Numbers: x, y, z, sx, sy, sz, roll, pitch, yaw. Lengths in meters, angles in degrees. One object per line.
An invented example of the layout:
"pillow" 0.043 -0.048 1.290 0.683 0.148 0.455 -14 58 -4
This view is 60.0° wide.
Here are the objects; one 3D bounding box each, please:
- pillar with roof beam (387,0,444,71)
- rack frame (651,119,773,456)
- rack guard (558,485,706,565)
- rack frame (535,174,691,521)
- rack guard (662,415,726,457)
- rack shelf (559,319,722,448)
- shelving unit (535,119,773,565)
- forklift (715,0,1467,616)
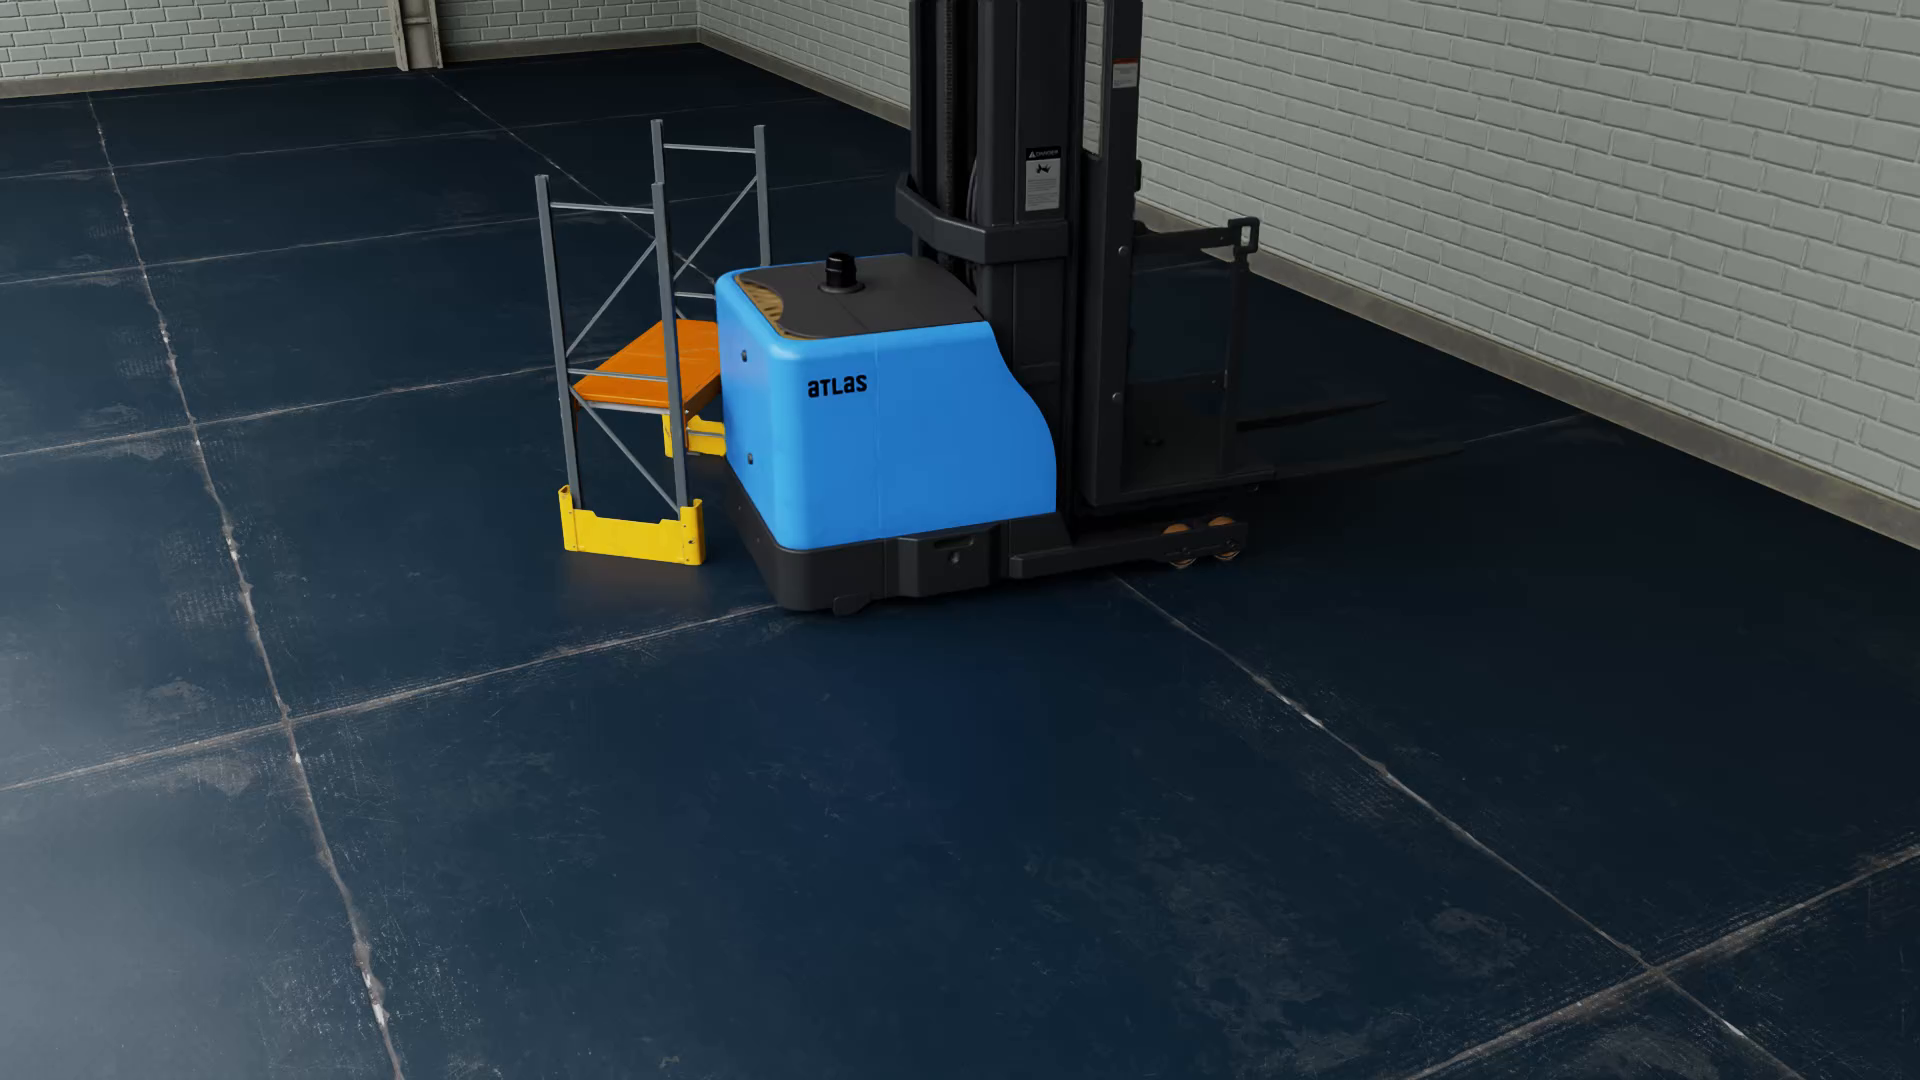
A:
"pillar with roof beam" -3.352 -7.126 11.195 0.400 9.000 9.100 -13 29 -25
"rack frame" -1.042 -1.049 7.201 0.500 1.500 0.032 6 26 13
"rack guard" -1.297 -0.060 6.586 0.587 0.250 0.087 6 26 13
"rack frame" -1.297 -0.623 6.314 0.500 1.500 0.032 6 26 13
"rack guard" -1.047 -0.477 7.455 0.587 0.250 0.087 6 26 13
"rack shelf" -1.170 -0.674 6.836 0.538 0.185 1.000 6 26 13
"shelving unit" -1.172 -0.832 6.750 0.587 1.500 1.083 6 26 13
"forklift" 0.612 -1.421 6.323 3.031 2.935 1.130 -9 27 -18
